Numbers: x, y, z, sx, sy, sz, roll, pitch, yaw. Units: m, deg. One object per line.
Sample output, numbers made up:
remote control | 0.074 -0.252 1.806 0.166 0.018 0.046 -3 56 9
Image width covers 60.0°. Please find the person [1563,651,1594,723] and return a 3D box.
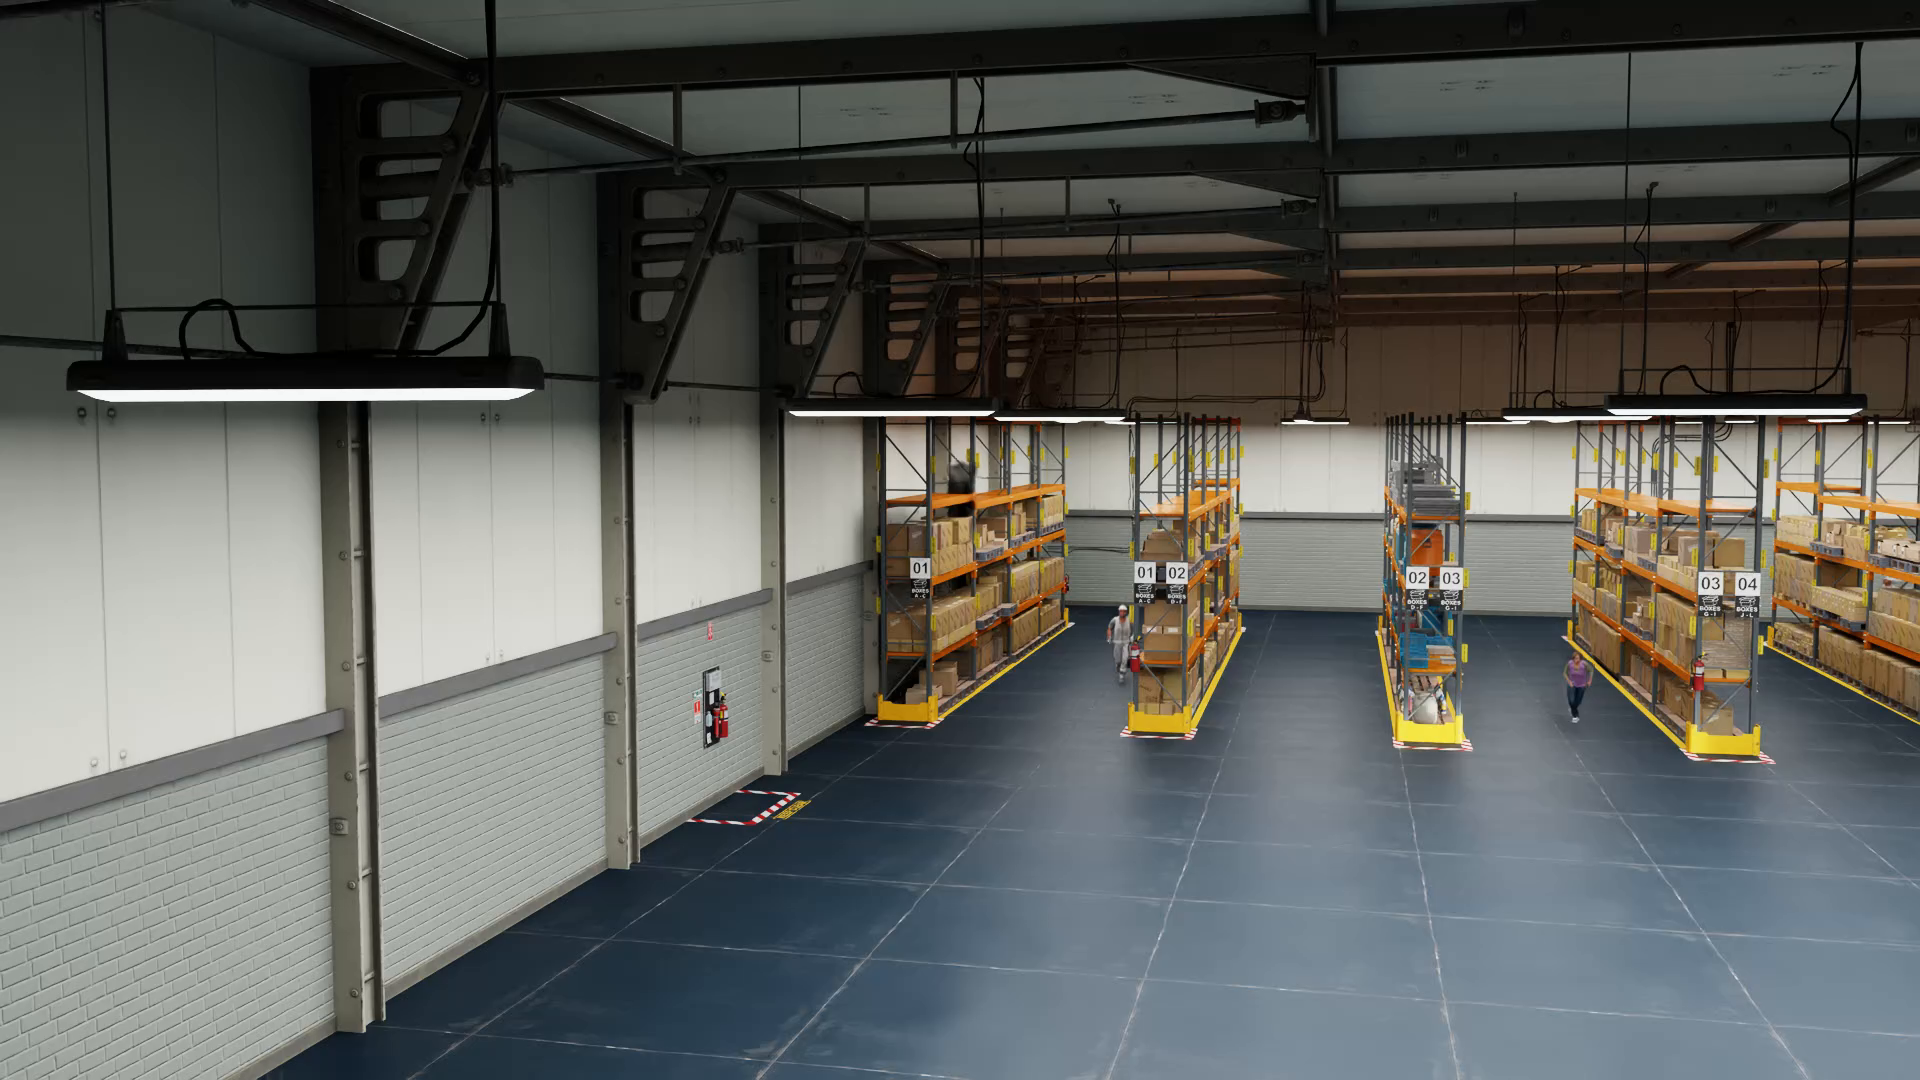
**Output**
person | 11.966 2.843 32.184 0.562 1.419 0.785 1 4 18

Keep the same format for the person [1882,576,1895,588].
person | 24.771 1.822 44.544 0.709 1.792 0.661 0 4 -4

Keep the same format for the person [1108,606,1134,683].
person | 3.669 2.330 37.541 0.682 1.735 0.676 0 4 2
